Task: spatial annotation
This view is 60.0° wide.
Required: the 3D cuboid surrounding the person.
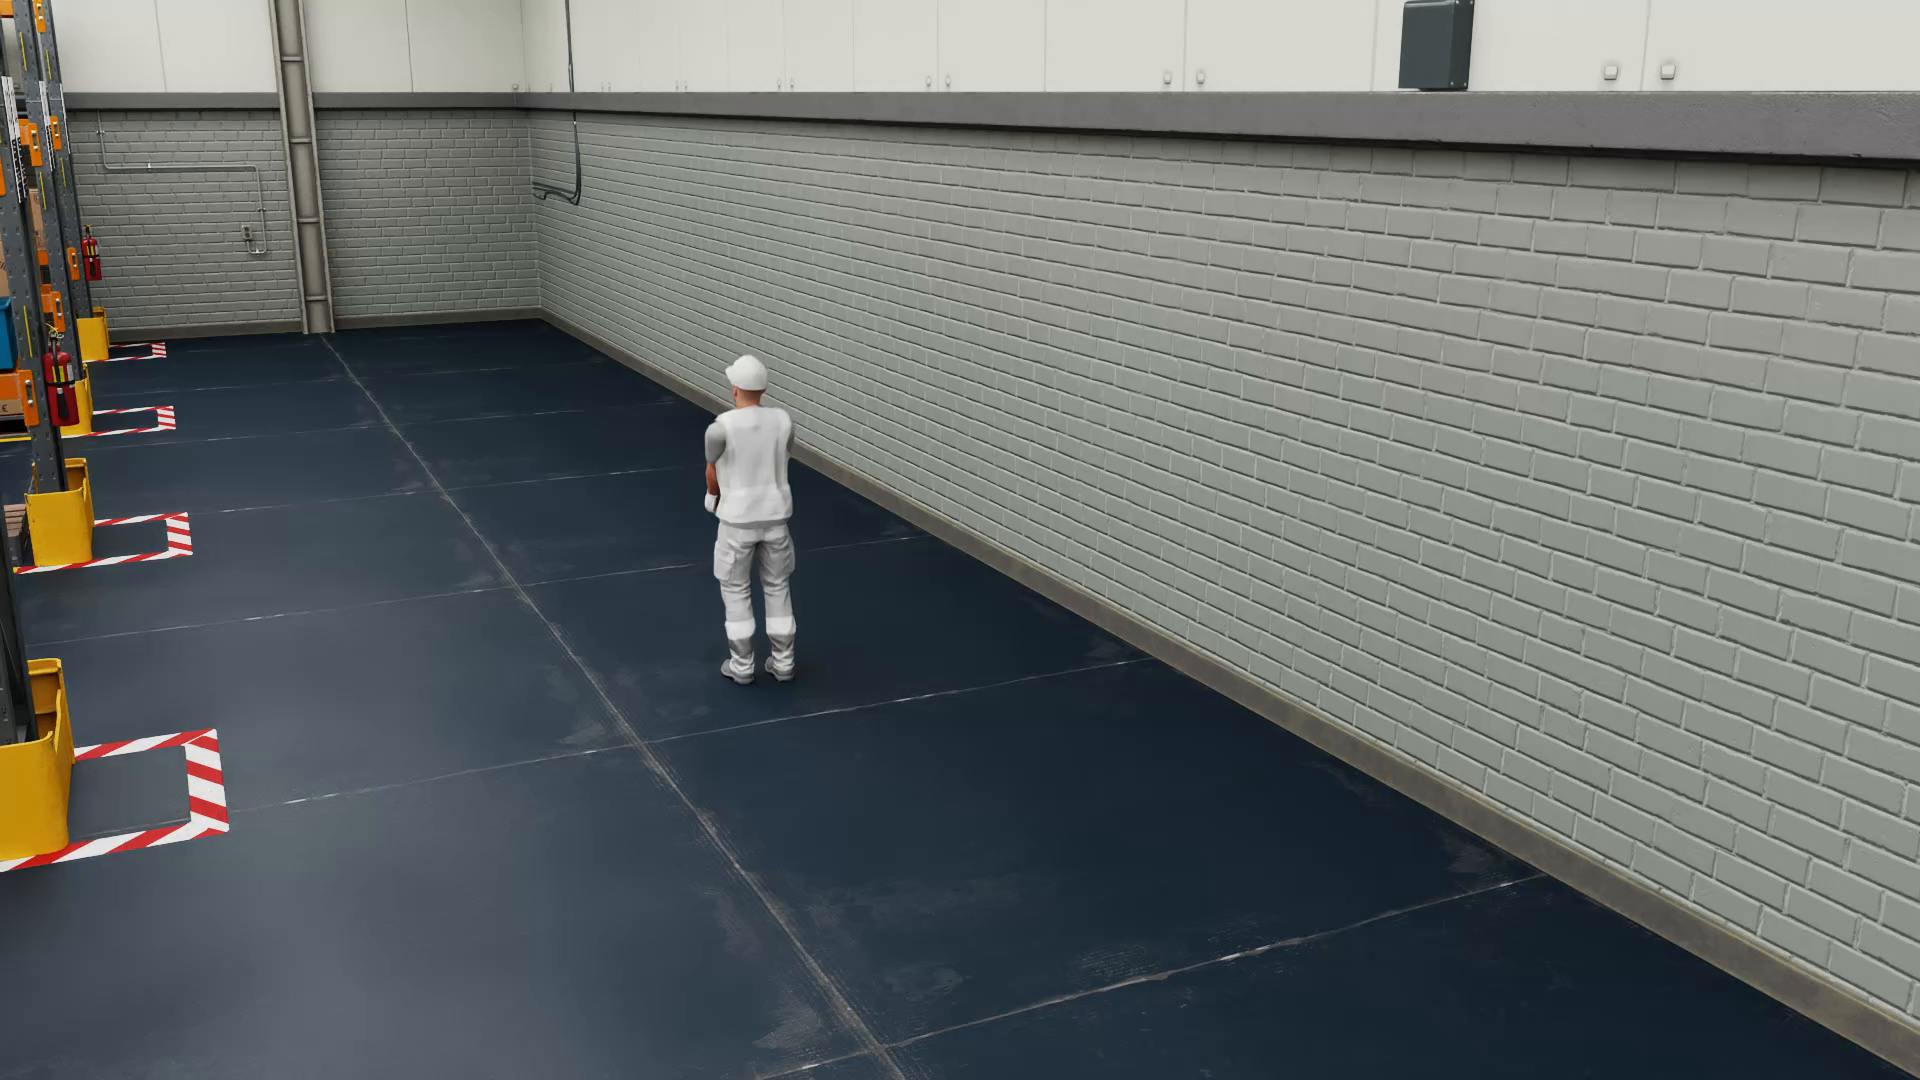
[{"bbox_3d":[-1.141,-0.126,8.942,0.474,1.786,0.558,-7,17,-25],"label":"person"}]
